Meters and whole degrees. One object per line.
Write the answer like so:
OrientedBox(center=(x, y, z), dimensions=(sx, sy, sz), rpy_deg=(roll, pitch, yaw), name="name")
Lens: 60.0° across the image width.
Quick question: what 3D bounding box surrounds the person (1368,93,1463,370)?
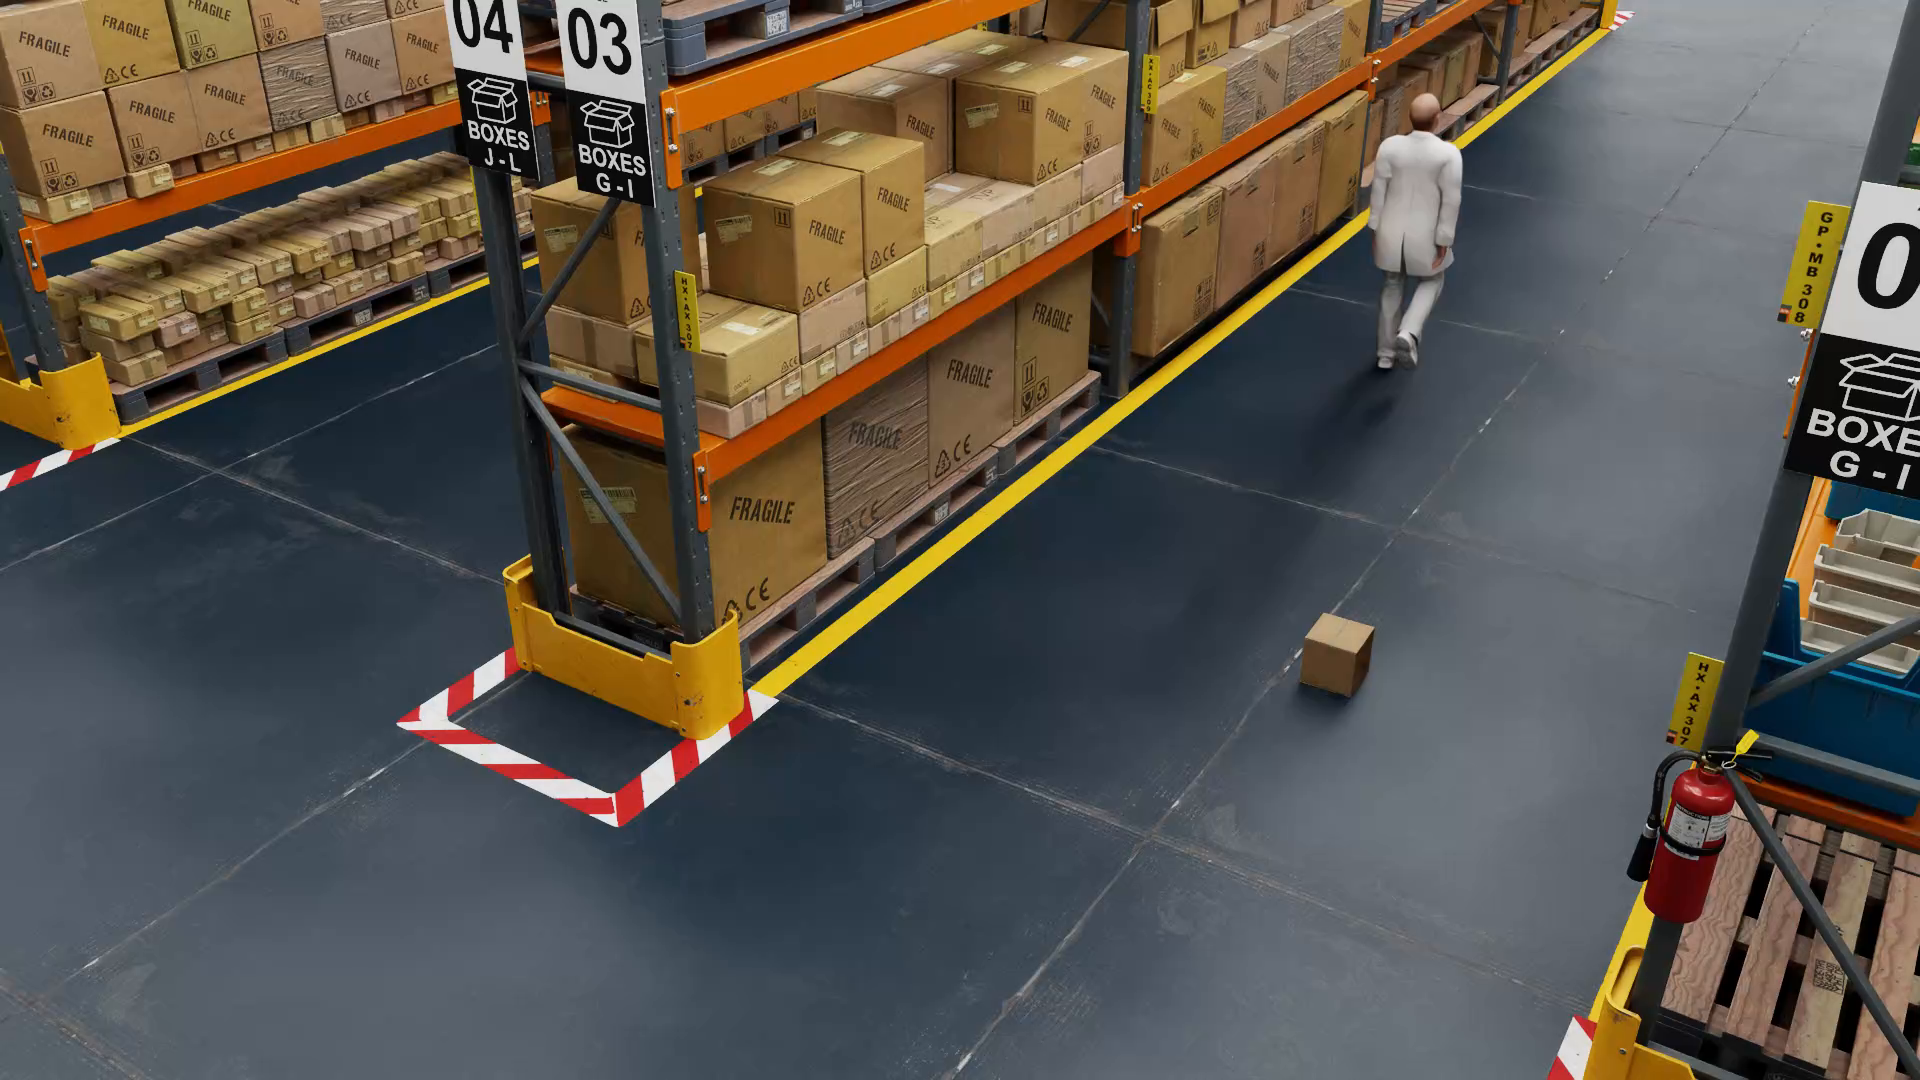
OrientedBox(center=(2.822, -1.914, 10.405), dimensions=(0.572, 1.764, 0.566), rpy_deg=(14, 33, 23), name="person")
